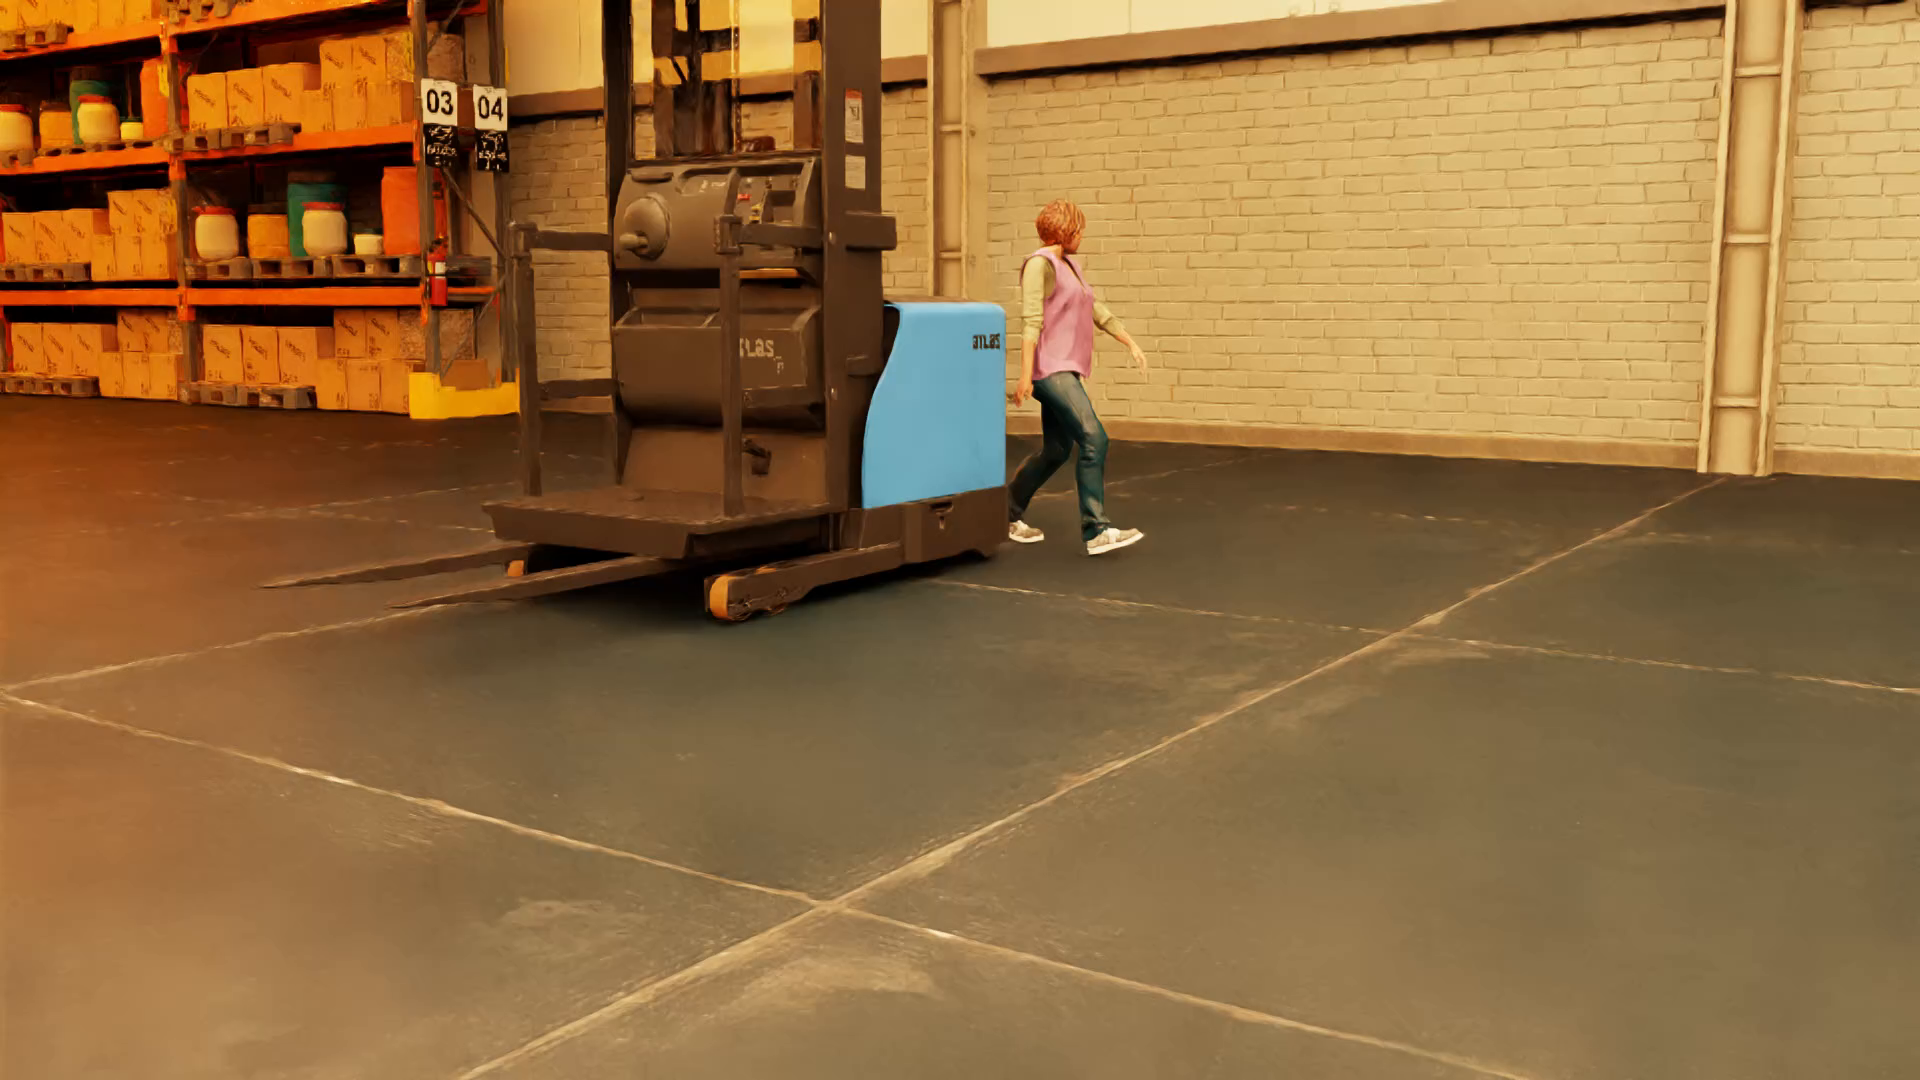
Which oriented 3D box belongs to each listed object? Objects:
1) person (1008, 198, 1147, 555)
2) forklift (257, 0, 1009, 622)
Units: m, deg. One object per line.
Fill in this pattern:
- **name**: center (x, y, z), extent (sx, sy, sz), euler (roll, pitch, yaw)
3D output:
- **person**: center (0.442, -0.710, 7.203), extent (0.814, 1.523, 0.547), euler (3, 9, 19)
- **forklift**: center (-1.030, -1.247, 5.963), extent (1.130, 2.935, 3.031), euler (5, 10, 33)
